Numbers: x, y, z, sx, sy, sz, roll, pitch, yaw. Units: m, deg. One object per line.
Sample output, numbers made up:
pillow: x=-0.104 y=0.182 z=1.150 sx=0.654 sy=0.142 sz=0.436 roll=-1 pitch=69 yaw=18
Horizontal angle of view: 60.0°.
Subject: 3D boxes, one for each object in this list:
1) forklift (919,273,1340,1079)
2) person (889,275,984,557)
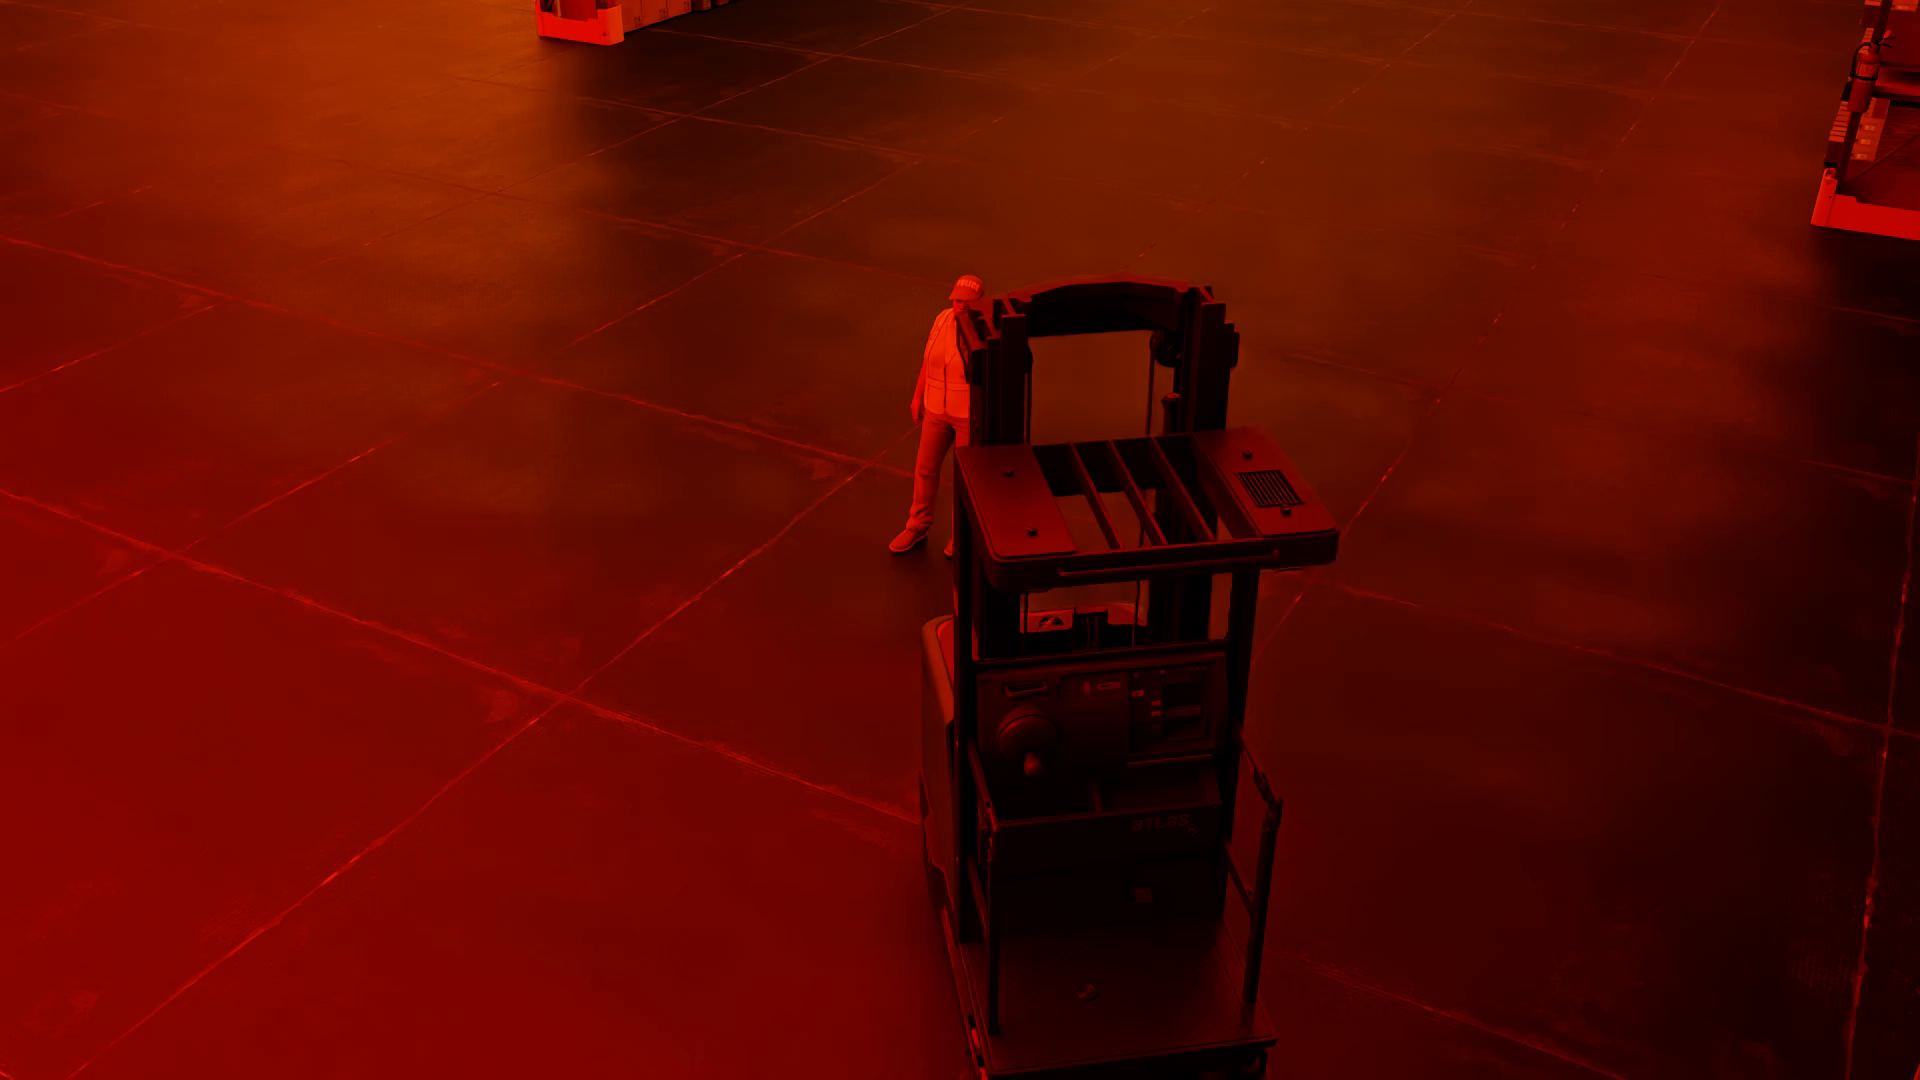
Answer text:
forklift: x=0.561 y=0.683 z=5.887 sx=1.130 sy=2.935 sz=3.031 roll=-5 pitch=30 yaw=-8
person: x=-0.058 y=-0.700 z=9.534 sx=0.598 sy=1.670 sz=0.527 roll=15 pitch=33 yaw=25
